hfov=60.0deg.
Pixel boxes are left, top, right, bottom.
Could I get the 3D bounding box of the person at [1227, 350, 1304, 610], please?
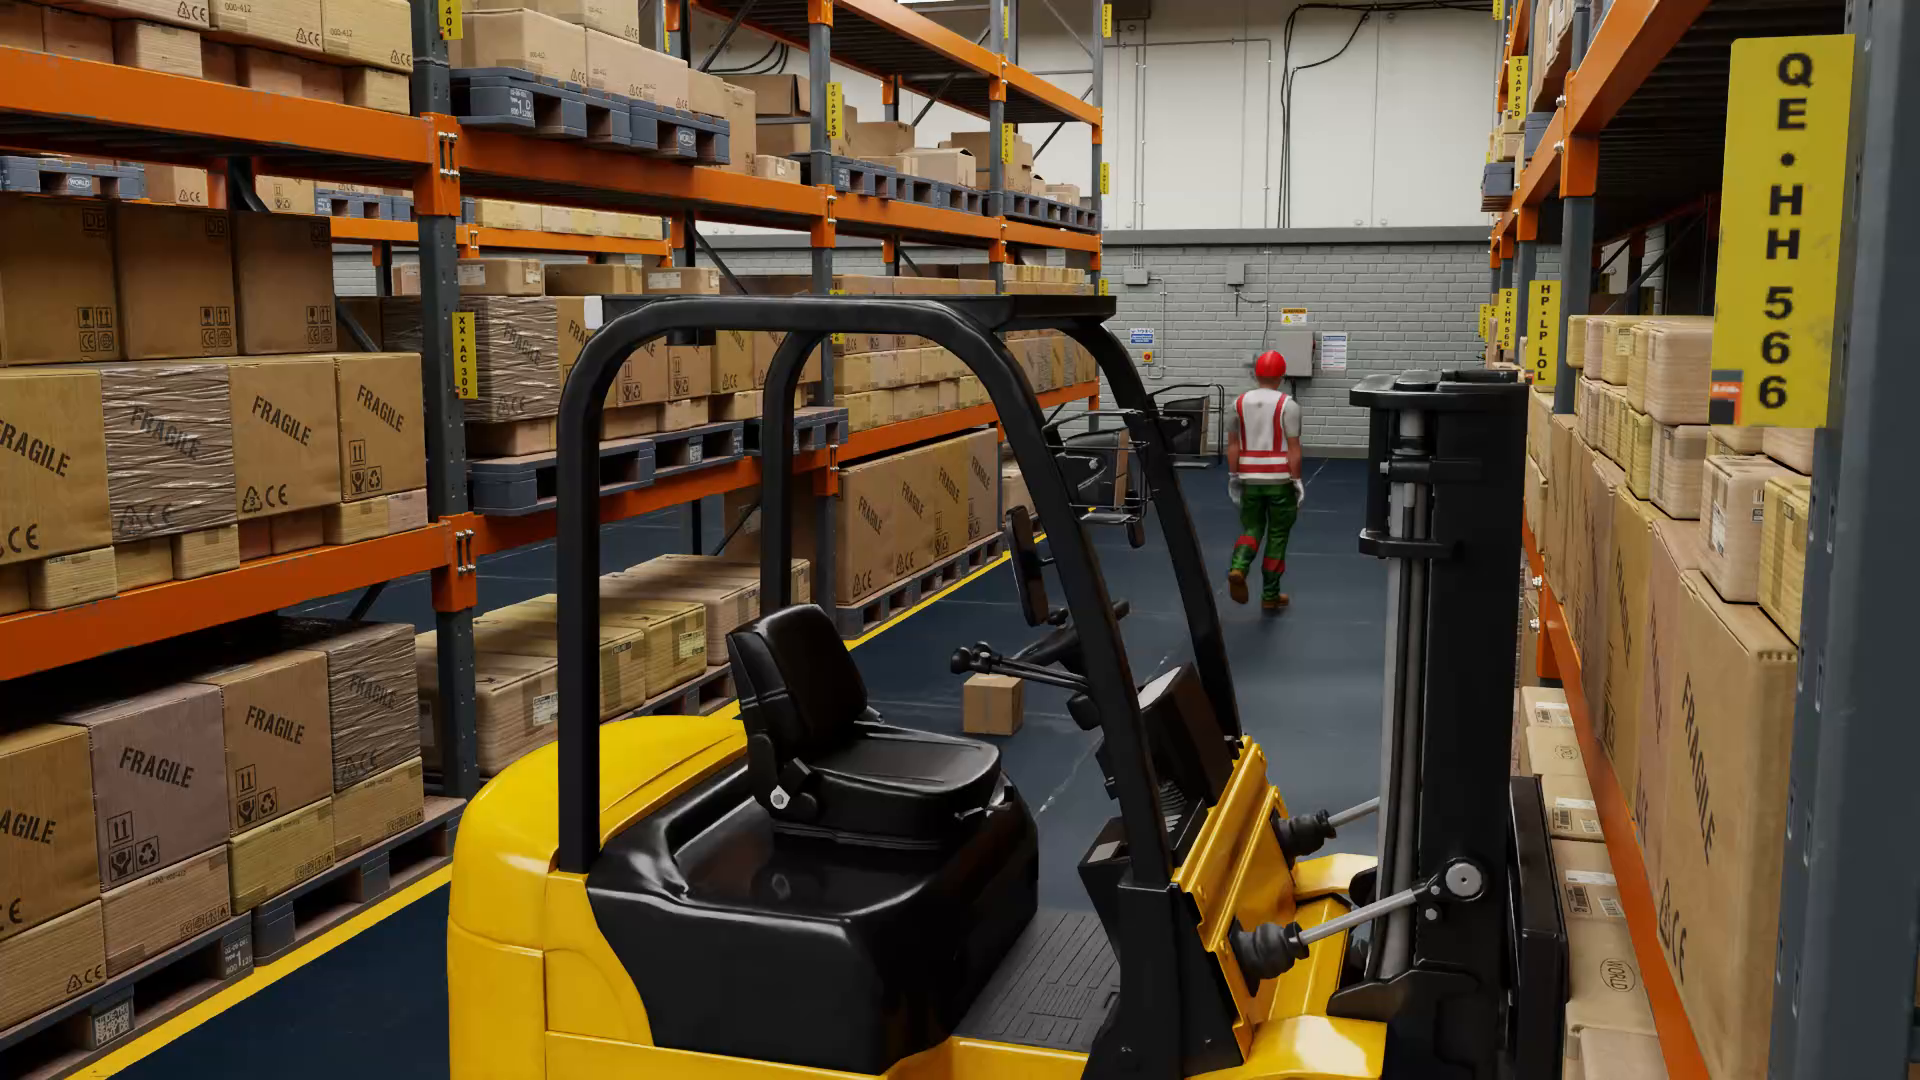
[{"bbox_3d":[2.086,-0.403,11.380,0.541,1.781,0.580,6,10,34],"label":"person"}]
